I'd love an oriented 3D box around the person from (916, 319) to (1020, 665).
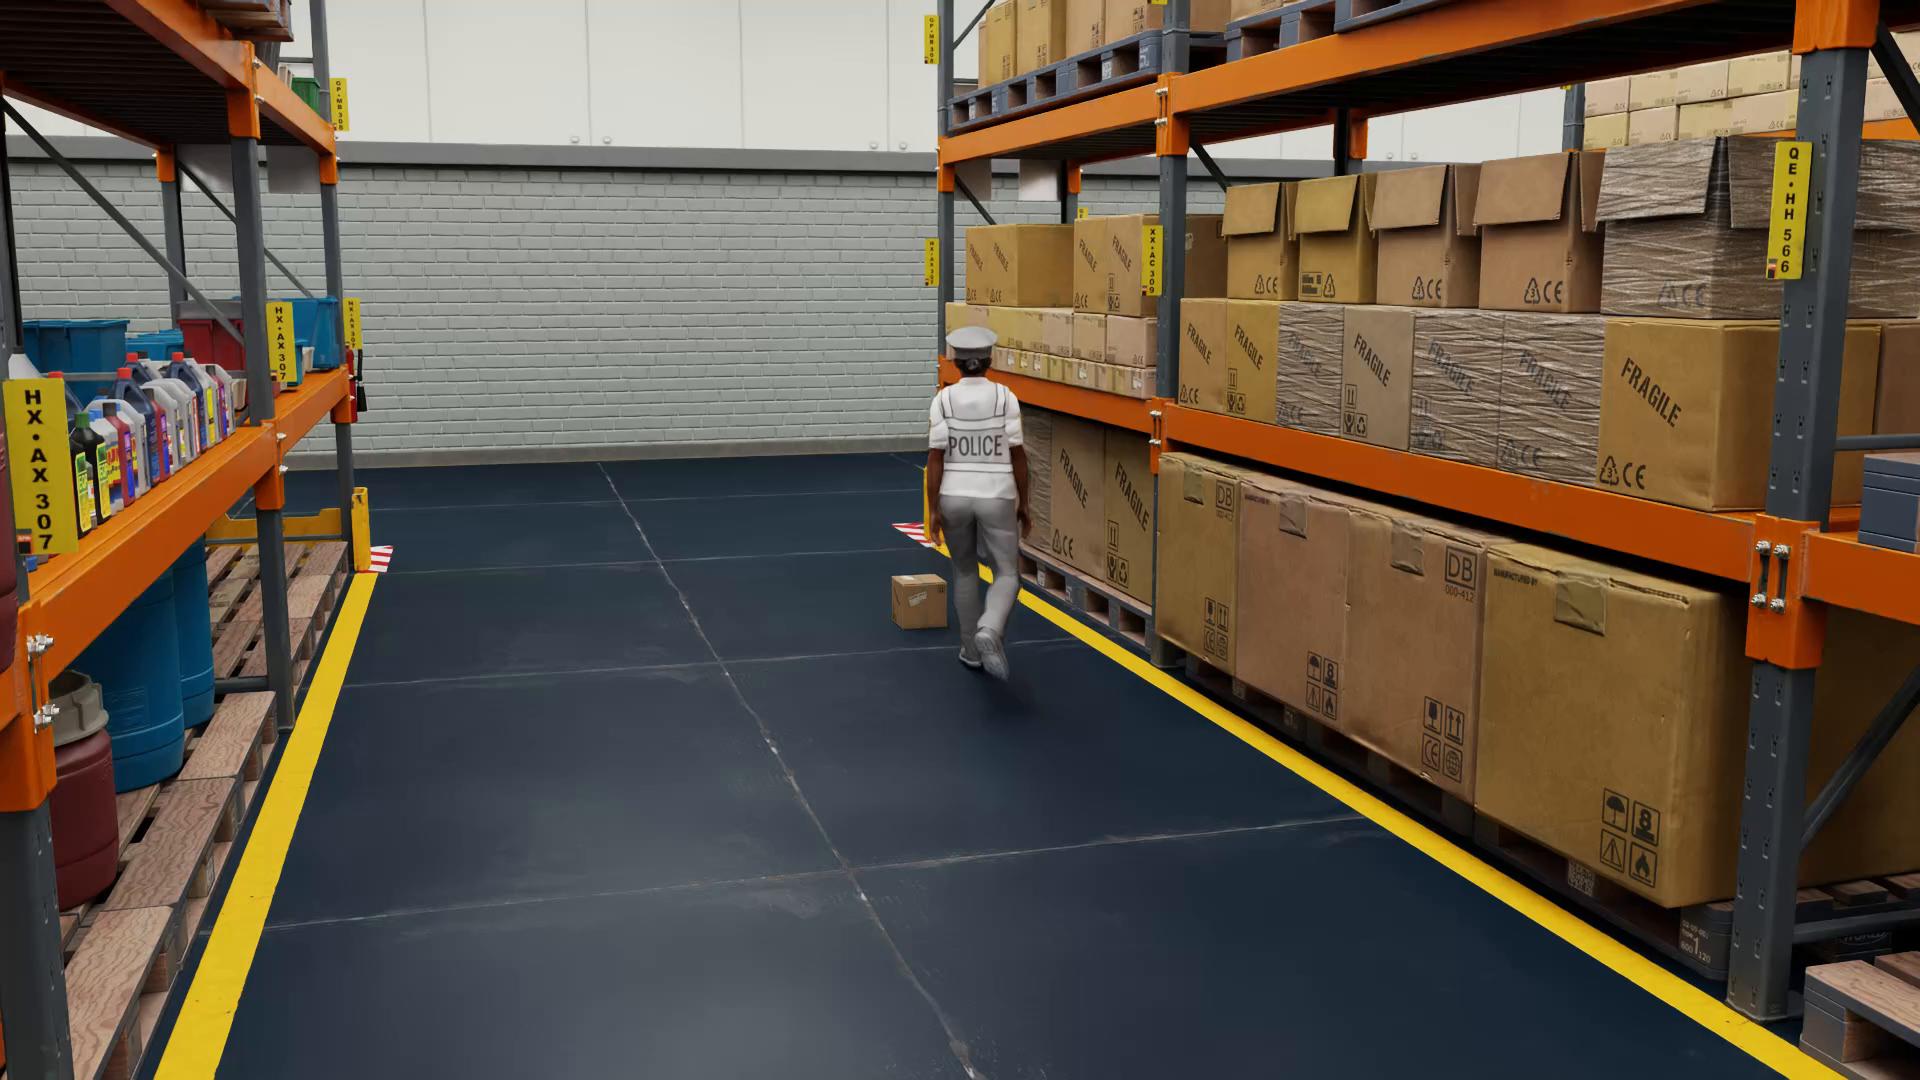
[{"bbox_3d":[0.037,-0.221,8.111,0.500,1.703,0.439,0,9,0],"label":"person"}]
